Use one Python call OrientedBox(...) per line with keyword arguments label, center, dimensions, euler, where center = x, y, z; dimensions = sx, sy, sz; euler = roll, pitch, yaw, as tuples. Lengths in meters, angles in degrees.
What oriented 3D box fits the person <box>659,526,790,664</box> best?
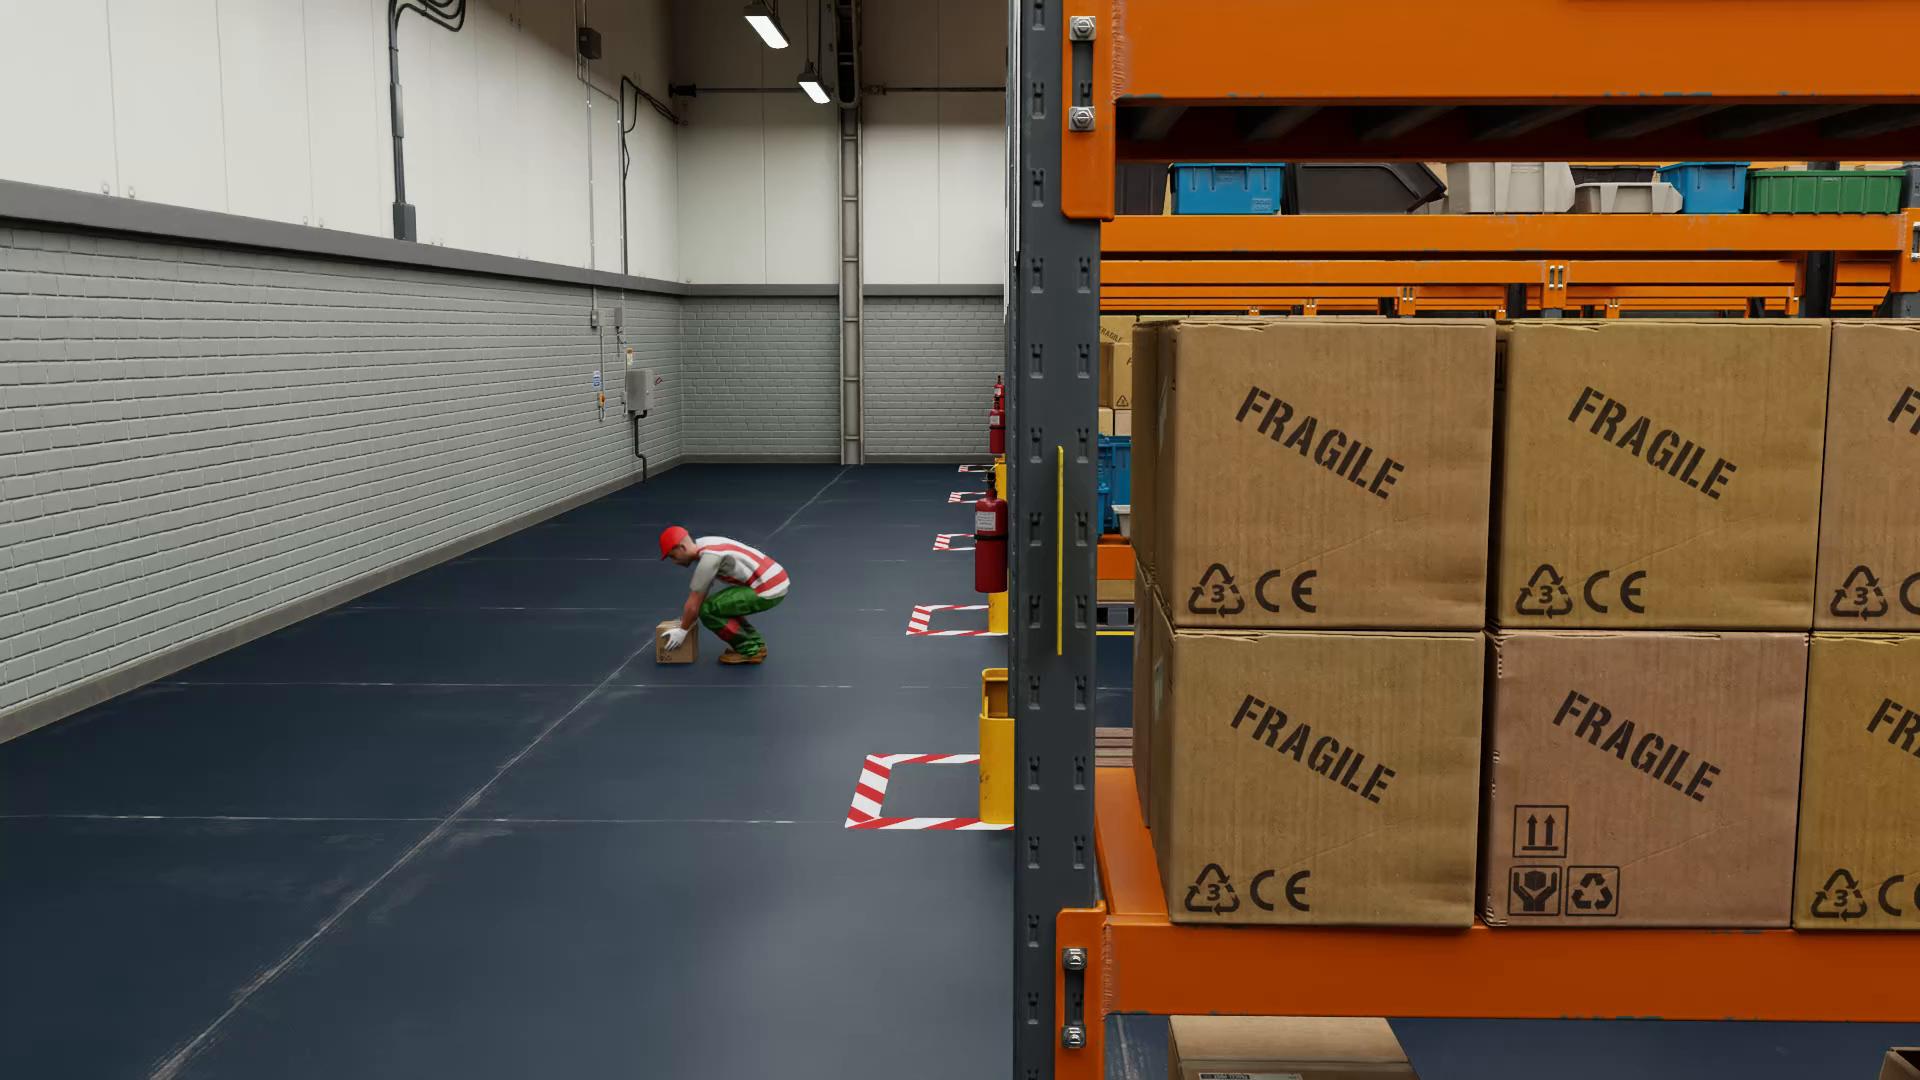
OrientedBox(label="person", center=(-1.634, 0.373, 11.570), dimensions=(0.882, 0.955, 0.570), euler=(0, 7, 1))
